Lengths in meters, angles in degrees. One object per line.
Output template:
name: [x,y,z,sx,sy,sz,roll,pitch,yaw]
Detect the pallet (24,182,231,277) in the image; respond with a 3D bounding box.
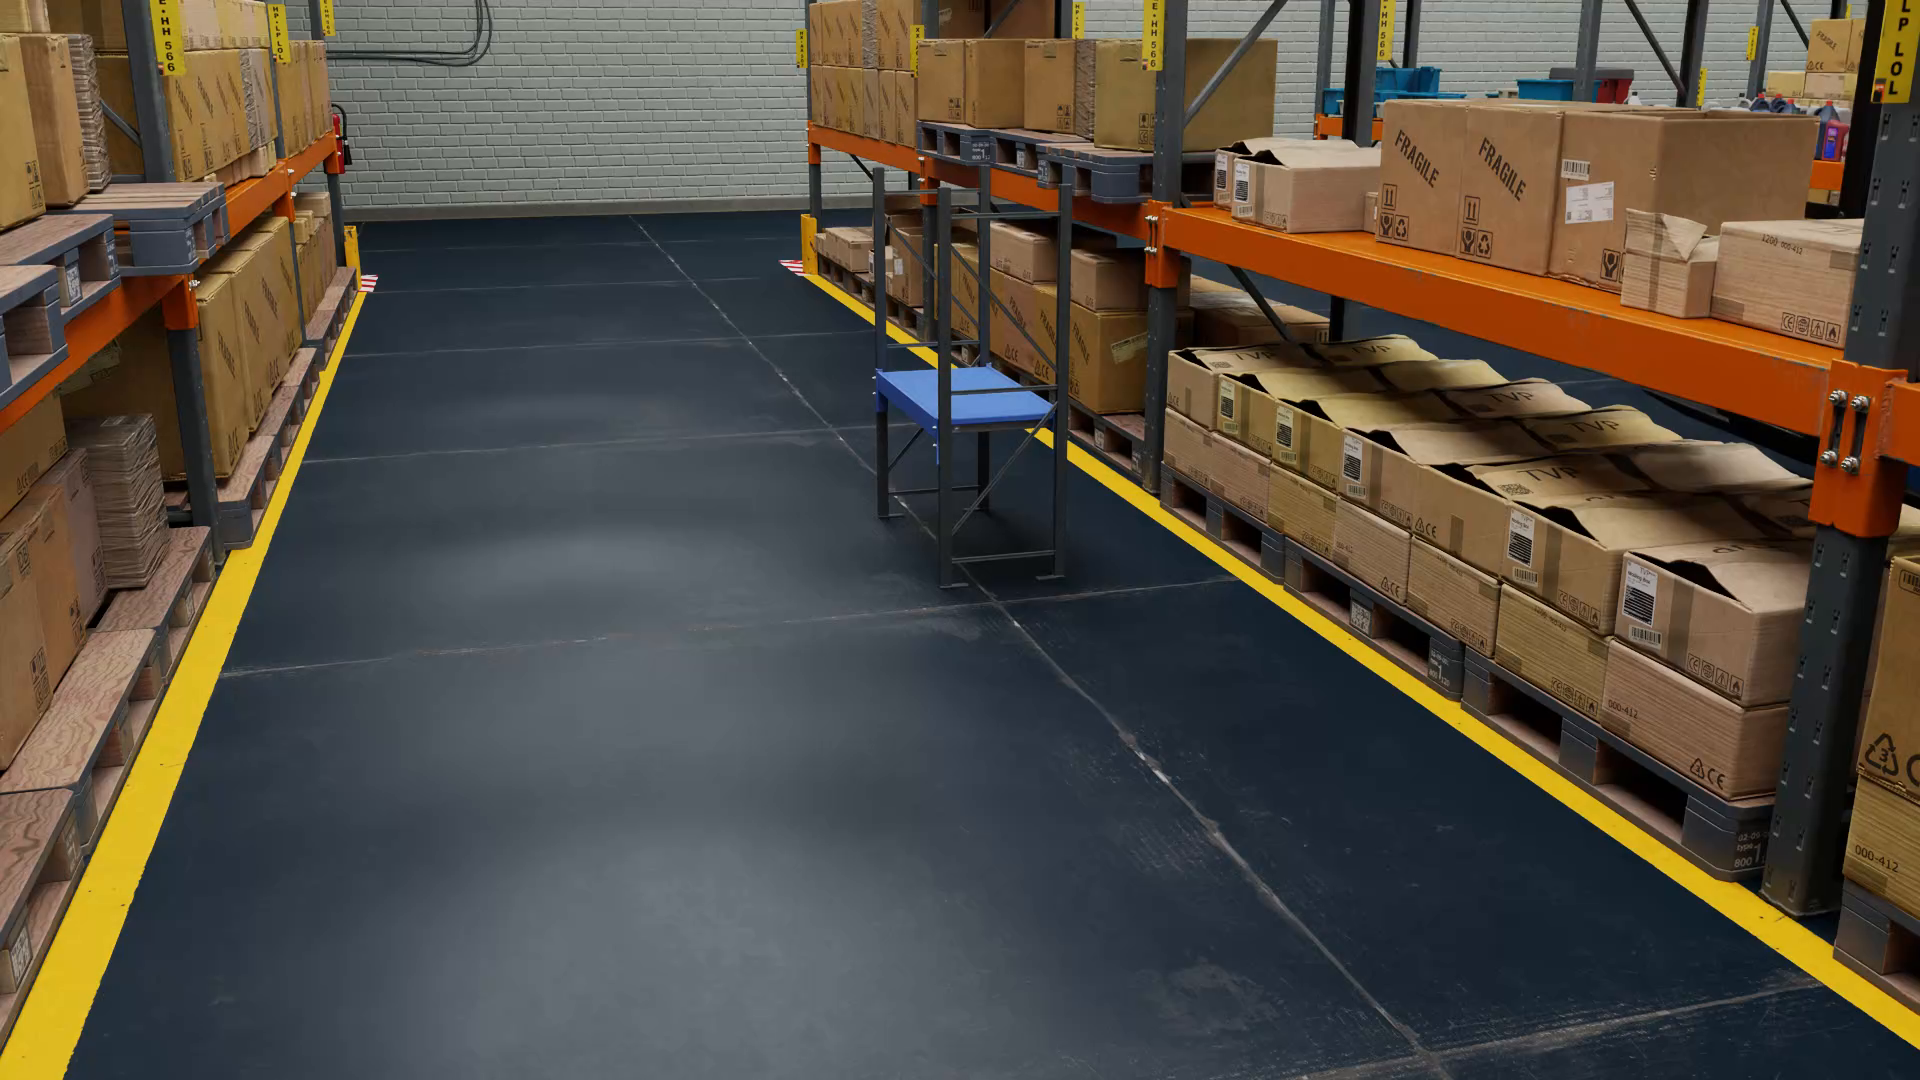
pallet: [-3.119,-1.022,5.474,1.213,0.211,1.003,-5,17,-15]

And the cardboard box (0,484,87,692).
cardboard box: [-2.975,0.166,4.767,0.700,0.500,0.500,-5,17,-16]

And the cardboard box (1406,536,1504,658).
cardboard box: [1.773,0.153,5.277,0.500,0.250,0.500,-4,17,-14]

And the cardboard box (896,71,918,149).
cardboard box: [-0.138,-2.968,11.444,0.500,0.500,0.500,-4,17,-14]

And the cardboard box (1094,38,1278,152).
cardboard box: [1.064,-2.110,7.858,0.700,0.500,0.500,-12,20,-34]

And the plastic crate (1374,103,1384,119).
plastic crate: [3.856,-3.824,14.823,0.250,0.136,0.298,-5,17,-15]

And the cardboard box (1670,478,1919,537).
cardboard box: [2.438,-0.015,4.862,0.500,0.311,0.500,-5,17,-16]

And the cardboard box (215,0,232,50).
cardboard box: [-3.730,-2.435,7.815,0.500,0.250,0.500,-5,17,-16]

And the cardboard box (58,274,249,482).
cardboard box: [-3.493,-0.688,7.035,0.750,0.750,0.750,-5,17,-16]

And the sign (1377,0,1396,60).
sign: [1.878,-2.295,7.365,0.100,0.325,0.005,-5,17,-15]

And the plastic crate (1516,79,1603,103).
plastic crate: [4.553,-3.316,12.700,0.392,0.384,0.575,-5,17,-15]

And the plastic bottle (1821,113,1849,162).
plastic bottle: [5.273,-2.424,10.012,0.061,0.283,0.133,-5,17,-15]

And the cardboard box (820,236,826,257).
cardboard box: [-1.000,-2.550,14.387,0.380,0.166,0.250,-5,17,-15]

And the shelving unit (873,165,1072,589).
shelving unit: [0.023,-0.695,6.658,0.538,1.500,1.048,-5,17,-15]

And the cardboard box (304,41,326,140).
cardboard box: [-5.255,-3.319,12.265,0.980,0.700,0.700,-5,17,-16]

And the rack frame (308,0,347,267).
rack frame: [-5.615,-3.516,13.442,1.000,3.000,0.127,-5,17,-15]

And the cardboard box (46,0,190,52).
cardboard box: [-3.302,-2.016,6.419,0.500,0.250,0.500,-4,17,-14]

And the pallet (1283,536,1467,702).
pallet: [1.865,0.208,5.894,1.003,0.211,1.213,-5,17,-15]

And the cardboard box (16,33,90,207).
cardboard box: [-3.099,-1.280,5.060,0.700,0.500,0.500,-6,18,-20]

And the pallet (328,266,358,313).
pallet: [-5.320,-1.965,13.127,1.003,0.211,1.213,-5,17,-15]

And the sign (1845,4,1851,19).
sign: [9.198,-5.397,17.282,0.100,0.325,0.005,-5,17,-15]

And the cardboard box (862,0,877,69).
cardboard box: [-0.424,-3.729,12.240,0.500,0.500,0.500,-5,17,-15]

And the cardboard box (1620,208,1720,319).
cardboard box: [2.026,-0.753,4.479,0.396,0.266,0.258,-5,17,-17]

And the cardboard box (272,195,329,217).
cardboard box: [-5.045,-2.553,12.724,0.380,0.149,0.250,-4,17,-14]

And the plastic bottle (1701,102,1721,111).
plastic bottle: [5.429,-3.050,12.106,0.152,0.276,0.135,-5,17,-15]

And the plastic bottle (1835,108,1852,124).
plastic bottle: [5.768,-2.708,10.968,0.152,0.276,0.135,-5,17,-15]

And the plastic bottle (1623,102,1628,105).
plastic bottle: [4.737,-2.964,11.810,0.061,0.283,0.133,-5,17,-15]

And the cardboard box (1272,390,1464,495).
cardboard box: [1.497,-0.394,6.125,0.500,0.311,0.500,-5,17,-17]

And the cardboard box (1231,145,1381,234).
cardboard box: [1.405,-1.390,6.520,0.500,0.311,0.500,-5,17,-16]

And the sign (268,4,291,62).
sign: [-3.997,-2.971,9.755,0.100,0.325,0.005,-5,17,-15]

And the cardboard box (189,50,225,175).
cardboard box: [-3.439,-1.803,7.014,0.500,0.500,0.500,-4,17,-13]

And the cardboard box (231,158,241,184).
cardboard box: [-3.844,-1.872,8.373,0.380,0.149,0.250,-5,17,-17]

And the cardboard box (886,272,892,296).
cardboard box: [-0.344,-1.881,12.192,0.380,0.149,0.250,-5,17,-15]

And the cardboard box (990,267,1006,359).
cardboard box: [0.432,-1.377,9.902,0.500,0.500,0.500,-4,17,-15]

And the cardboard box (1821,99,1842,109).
cardboard box: [8.668,-4.232,16.264,0.380,0.149,0.250,-5,17,-16]

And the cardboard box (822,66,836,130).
cardboard box: [-0.838,-3.670,13.783,0.500,0.500,0.500,-5,17,-16]

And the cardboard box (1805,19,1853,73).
cardboard box: [8.682,-4.828,16.250,0.500,0.500,0.500,-5,17,-17]

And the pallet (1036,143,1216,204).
pallet: [1.091,-1.785,8.015,1.213,0.211,1.003,-5,17,-15]

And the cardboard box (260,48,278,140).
cardboard box: [-4.147,-2.501,9.340,0.500,0.500,0.500,-5,17,-16]

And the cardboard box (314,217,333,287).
cardboard box: [-5.189,-2.195,12.662,0.700,0.500,0.500,-5,17,-15]

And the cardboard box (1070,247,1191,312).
cardboard box: [0.843,-1.323,8.421,0.500,0.250,0.500,-4,17,-13]

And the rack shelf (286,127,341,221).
rack shelf: [-5.066,-2.618,11.704,1.077,0.370,4.000,-5,17,-15]

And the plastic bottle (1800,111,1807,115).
plastic bottle: [5.244,-2.517,10.321,0.061,0.283,0.133,-5,17,-15]

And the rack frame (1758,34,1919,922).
rack frame: [2.444,-0.589,3.699,1.000,3.000,0.127,-5,17,-15]

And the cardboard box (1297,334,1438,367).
cardboard box: [1.726,-0.723,7.219,0.500,0.311,0.500,-4,17,-14]

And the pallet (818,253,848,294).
pallet: [-0.613,-2.331,14.346,1.003,0.211,1.213,-5,17,-15]

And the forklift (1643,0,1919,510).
forklift: [4.153,-1.578,7.112,1.130,2.935,3.031,-2,17,-7]

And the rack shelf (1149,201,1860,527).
rack shelf: [1.895,-0.798,5.644,1.077,0.370,4.000,-5,17,-15]

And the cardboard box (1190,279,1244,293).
cardboard box: [1.212,-1.141,9.117,0.500,0.500,0.500,-5,17,-16]
